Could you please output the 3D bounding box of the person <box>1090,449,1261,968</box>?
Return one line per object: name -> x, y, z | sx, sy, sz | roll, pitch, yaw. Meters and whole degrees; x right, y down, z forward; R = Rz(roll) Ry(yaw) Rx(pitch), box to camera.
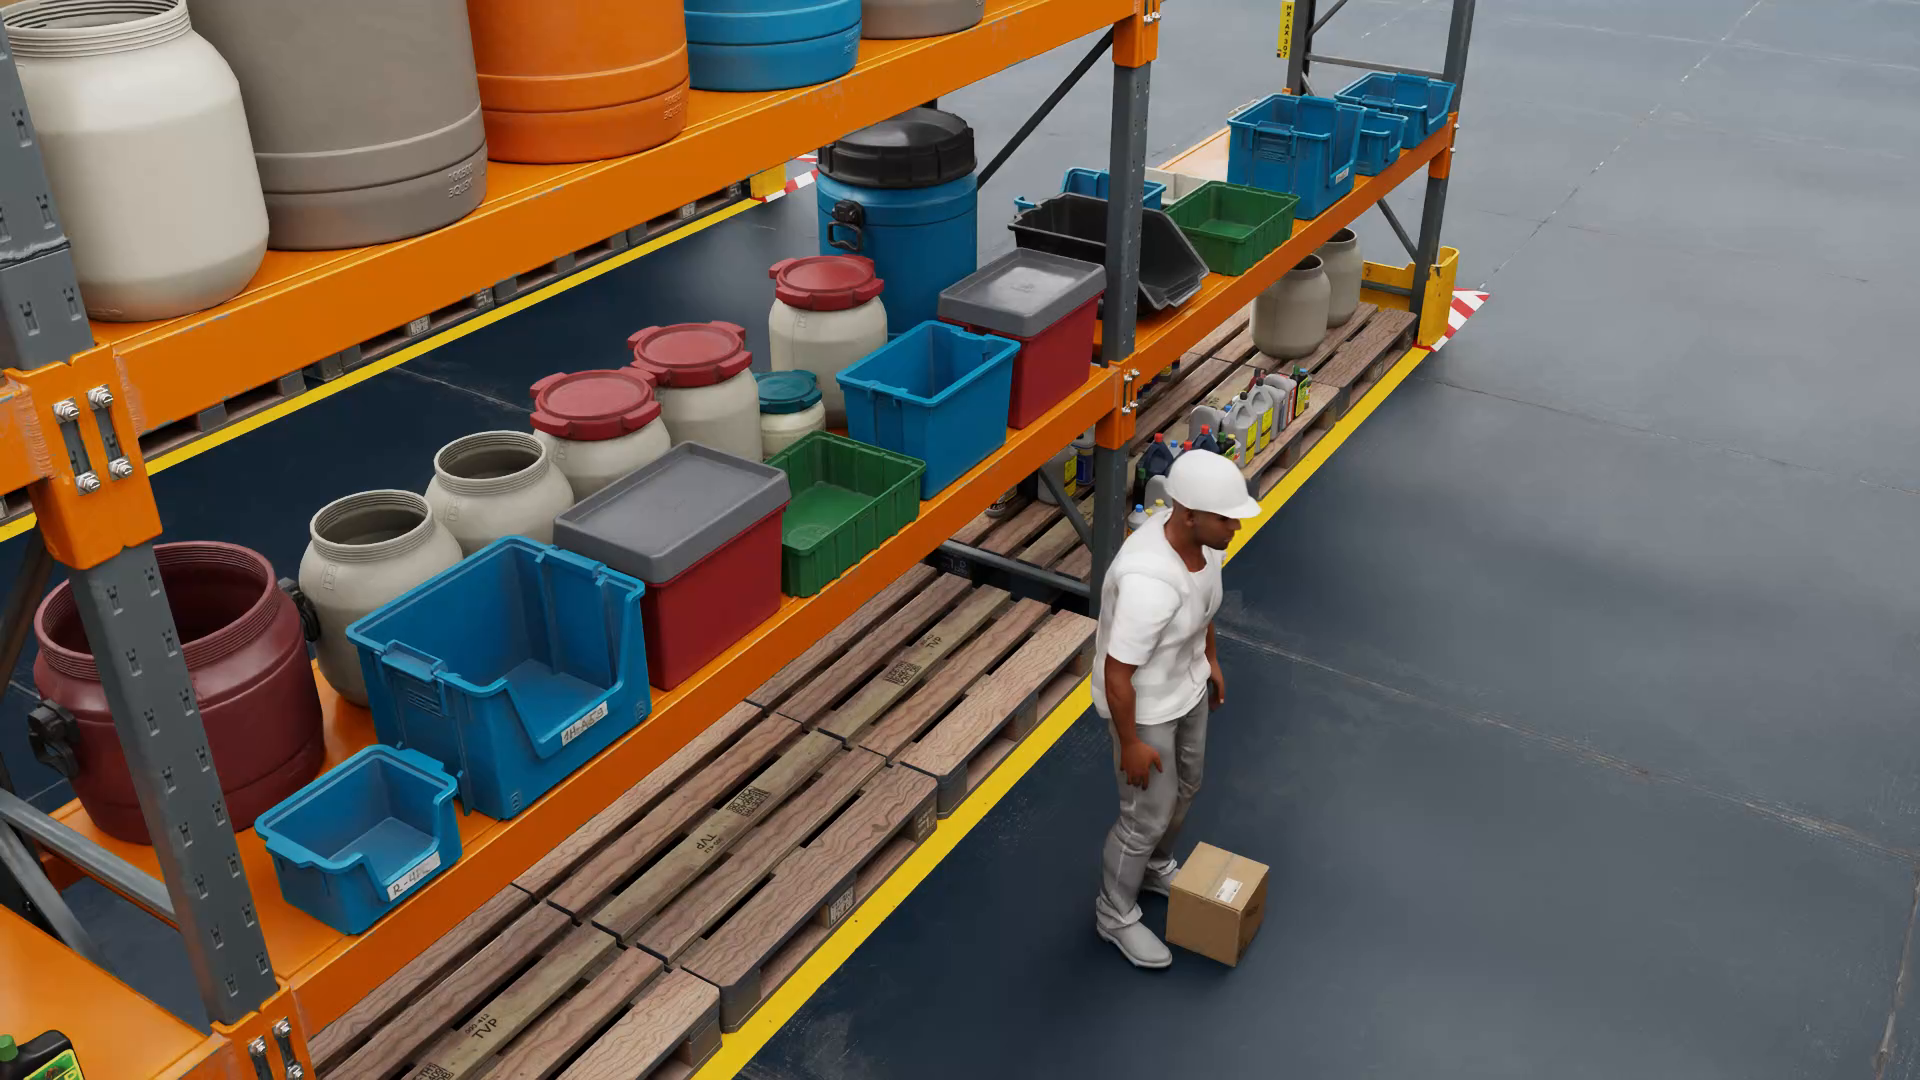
person -> 0.656, 0.505, 5.248 | 0.456, 1.761, 0.627 | 18, 35, 28
